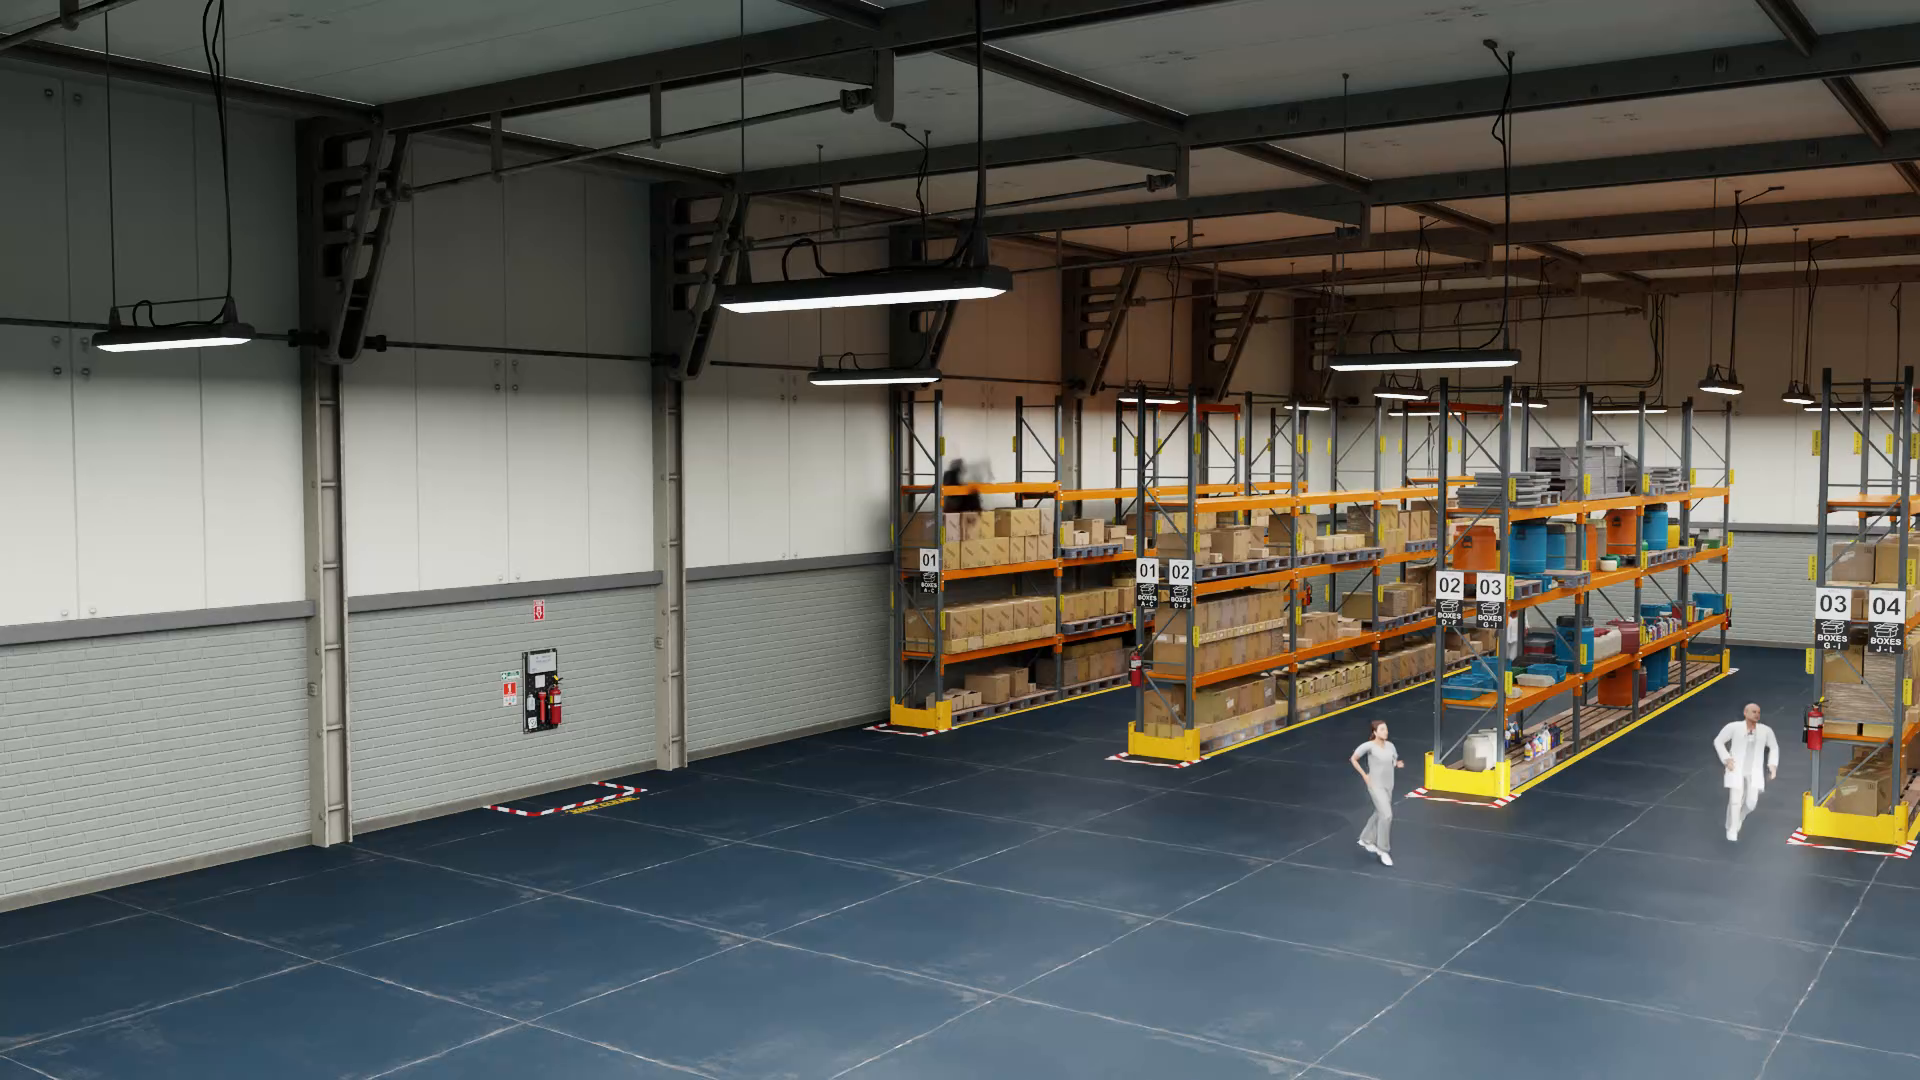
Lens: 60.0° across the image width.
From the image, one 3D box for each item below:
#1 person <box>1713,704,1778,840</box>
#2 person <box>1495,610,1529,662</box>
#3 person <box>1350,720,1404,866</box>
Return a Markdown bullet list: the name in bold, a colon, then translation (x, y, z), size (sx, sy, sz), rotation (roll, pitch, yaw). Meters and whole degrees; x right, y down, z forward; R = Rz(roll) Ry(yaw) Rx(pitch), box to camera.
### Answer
- **person**: translation (10.033, 2.952, 21.209), size (0.783, 1.731, 0.569), rotation (1, 3, 13)
- **person**: translation (11.723, 2.159, 35.330), size (0.695, 1.728, 0.559), rotation (2, 4, 25)
- **person**: translation (5.073, 3.032, 20.127), size (0.546, 1.723, 0.712), rotation (-2, 4, -31)
